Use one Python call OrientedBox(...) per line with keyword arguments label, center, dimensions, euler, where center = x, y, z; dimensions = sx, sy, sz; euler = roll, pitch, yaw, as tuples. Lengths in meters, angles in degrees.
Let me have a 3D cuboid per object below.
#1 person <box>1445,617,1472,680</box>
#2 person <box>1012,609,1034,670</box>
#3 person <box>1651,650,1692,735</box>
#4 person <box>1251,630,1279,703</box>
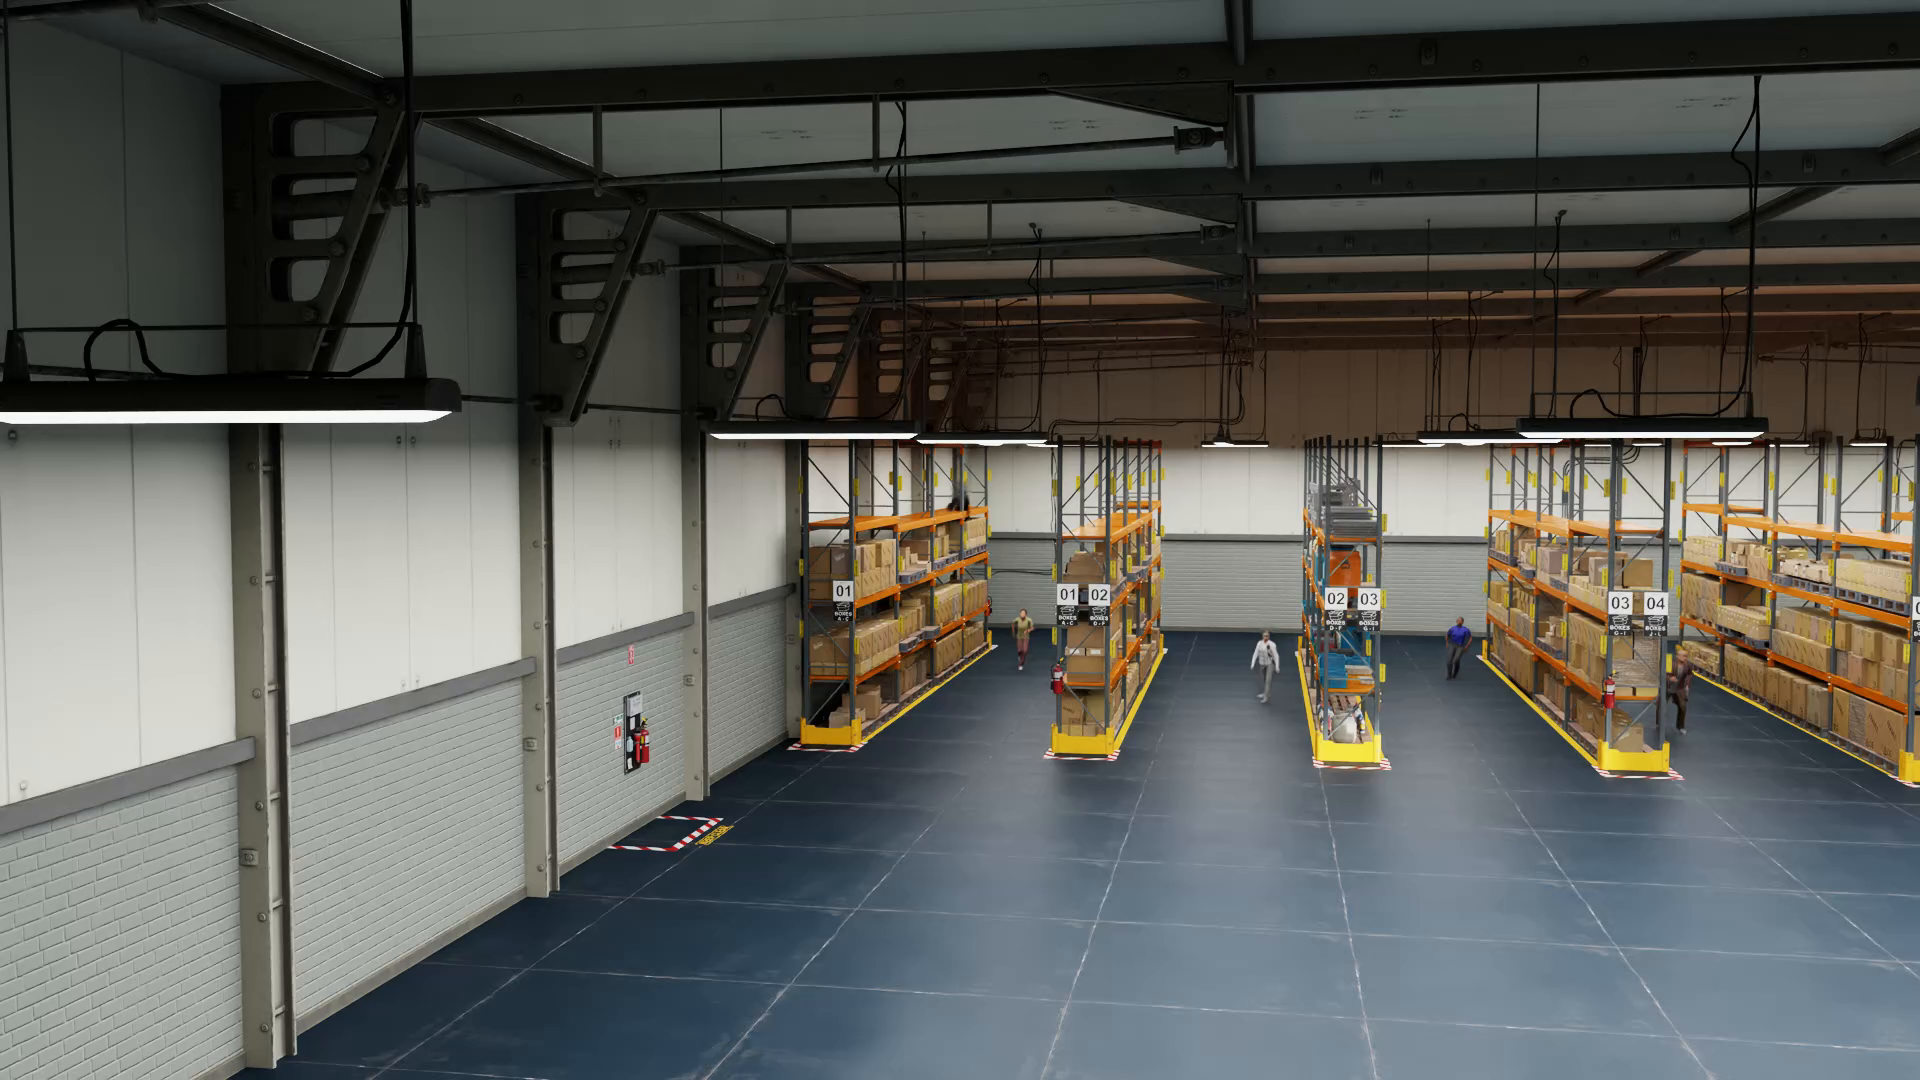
OrientedBox(label="person", center=(12.350, 2.699, 41.274), dimensions=(0.642, 1.581, 0.517), euler=(2, 4, 29))
OrientedBox(label="person", center=(1.638, 2.589, 43.395), dimensions=(0.557, 1.604, 0.671), euler=(0, 3, -3))
OrientedBox(label="person", center=(14.459, 3.063, 33.702), dimensions=(0.766, 1.703, 0.891), euler=(1, 3, 15))
OrientedBox(label="person", center=(6.979, 2.857, 37.951), dimensions=(0.623, 1.635, 0.846), euler=(2, 4, 39))
